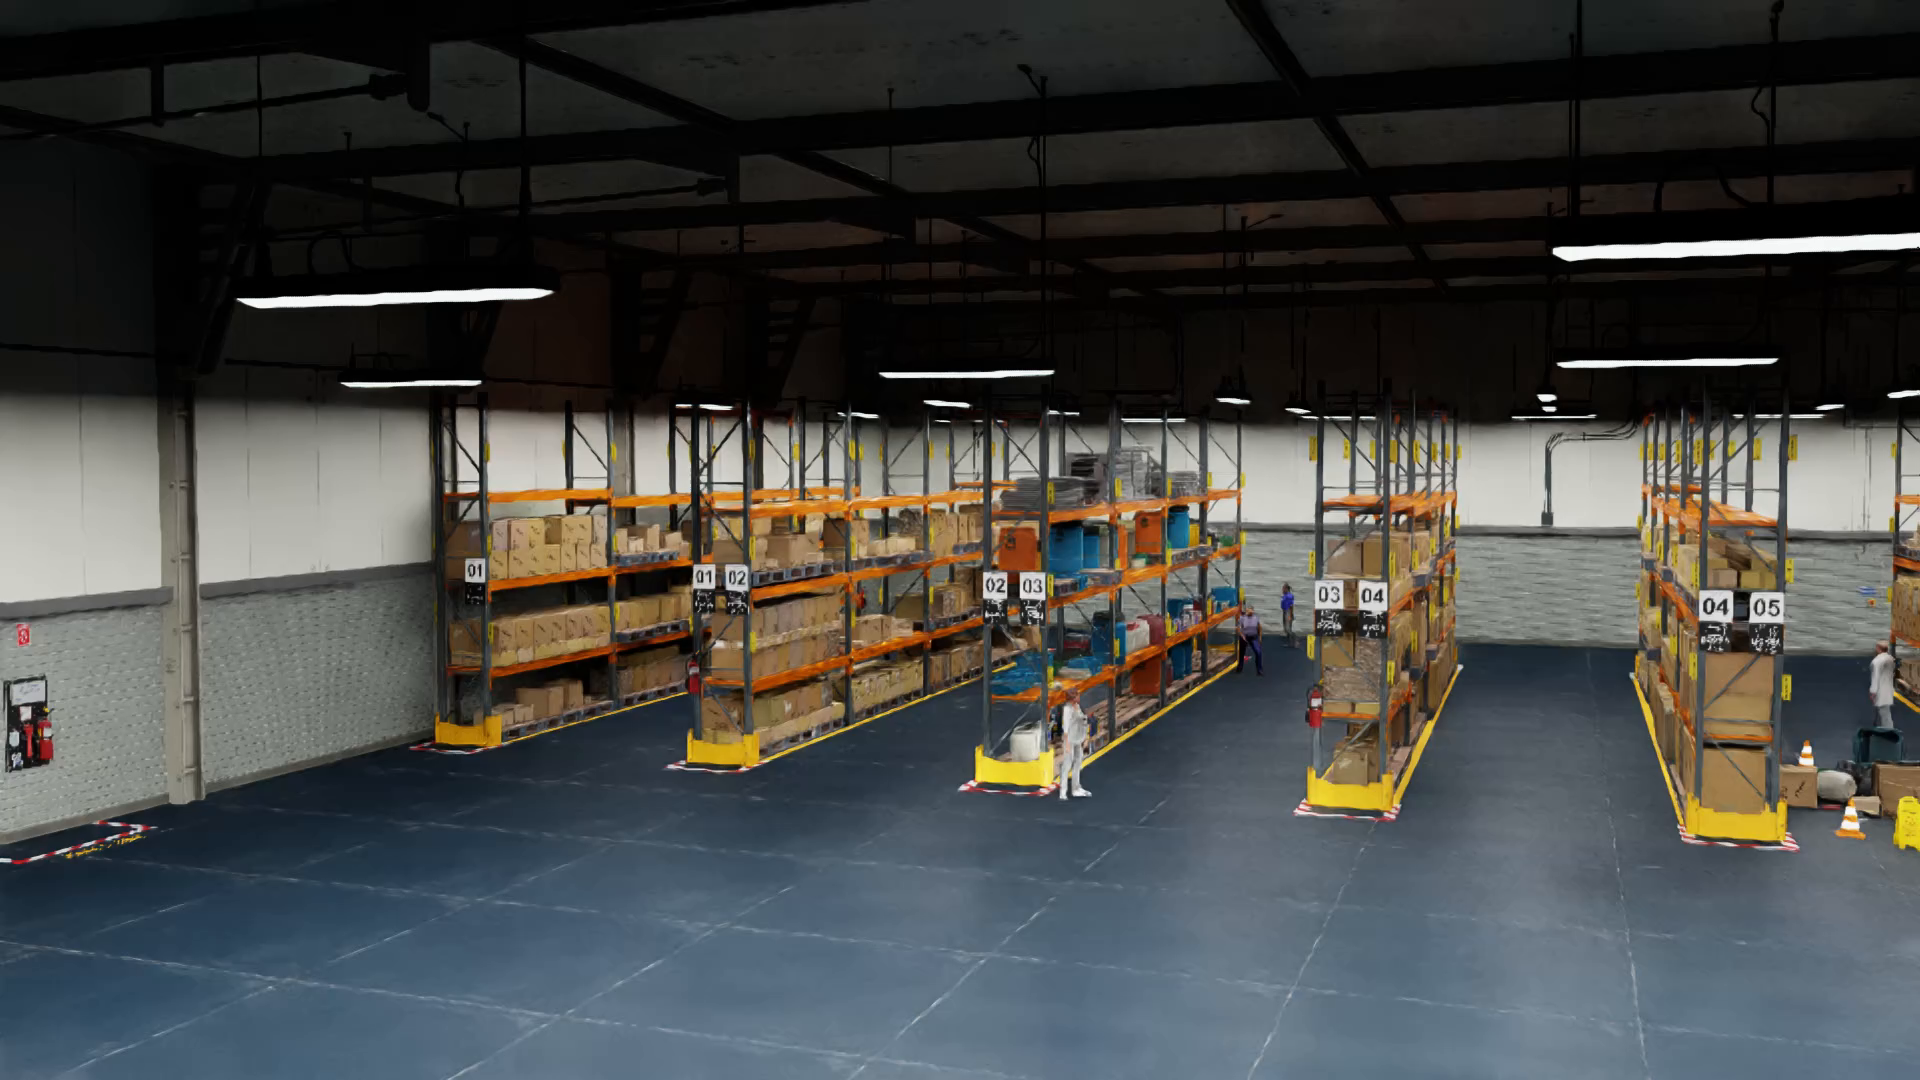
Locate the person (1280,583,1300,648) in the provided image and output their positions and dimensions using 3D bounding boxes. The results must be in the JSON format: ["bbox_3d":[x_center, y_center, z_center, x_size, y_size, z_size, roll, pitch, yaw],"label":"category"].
[{"bbox_3d":[8.412,1.916,42.305,0.441,1.650,0.612,-1,3,-13],"label":"person"}]

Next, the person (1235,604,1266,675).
[{"bbox_3d":[6.508,2.226,37.311,0.656,1.567,0.818,0,3,3],"label":"person"}]

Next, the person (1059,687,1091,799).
[{"bbox_3d":[1.623,2.911,23.955,0.349,1.603,0.528,2,4,33],"label":"person"}]

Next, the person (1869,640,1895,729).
[{"bbox_3d":[15.699,2.584,28.397,0.693,1.772,0.641,-3,4,-45],"label":"person"}]
